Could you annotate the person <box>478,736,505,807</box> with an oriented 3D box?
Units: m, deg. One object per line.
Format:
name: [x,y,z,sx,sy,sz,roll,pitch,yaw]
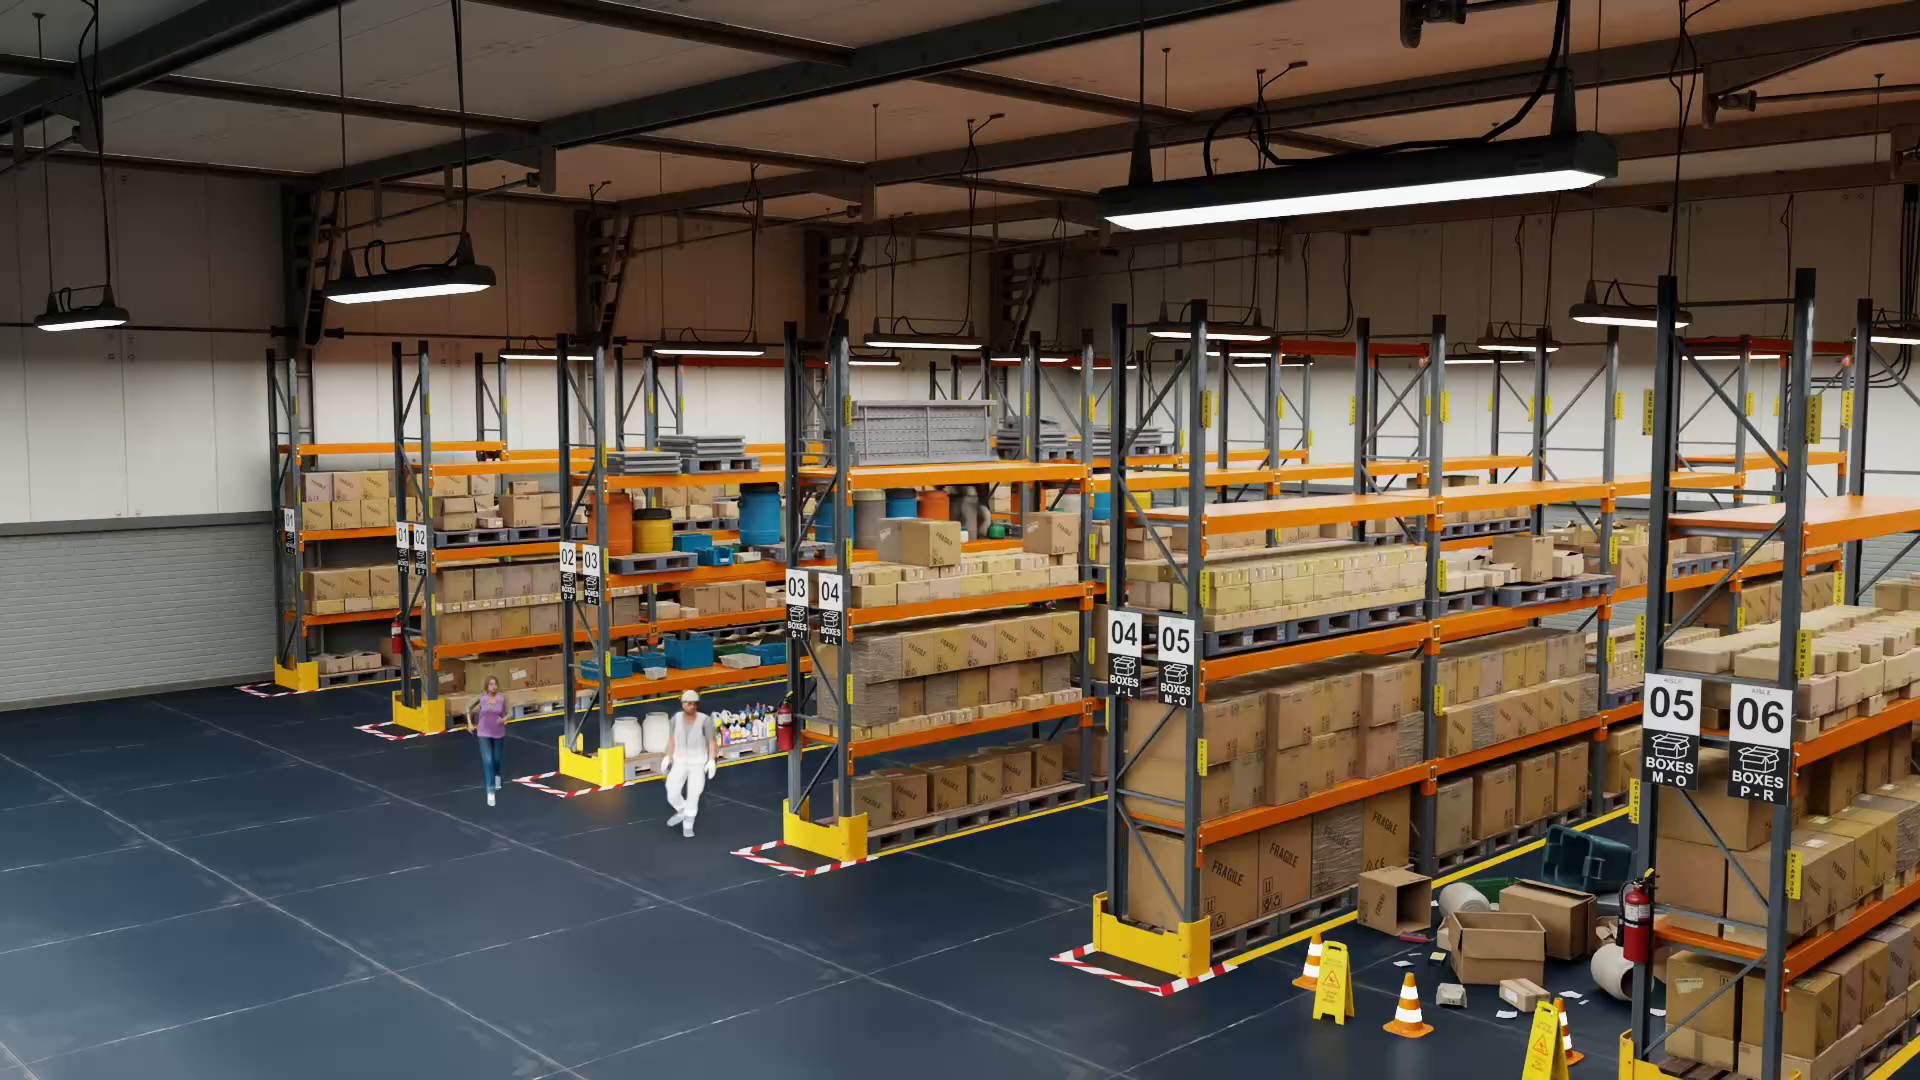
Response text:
person: [-6.005,2.839,21.330,0.341,0.984,0.869,-2,5,-22]

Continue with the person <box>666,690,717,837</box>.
person: [-3.145,2.605,19.440,0.648,1.763,0.526,0,5,2]

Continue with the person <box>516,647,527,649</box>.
person: [-7.594,1.885,29.062,0.691,1.361,0.557,-5,7,-43]

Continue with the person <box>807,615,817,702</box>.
person: [-2.366,1.948,28.471,0.448,1.580,0.832,5,7,44]
